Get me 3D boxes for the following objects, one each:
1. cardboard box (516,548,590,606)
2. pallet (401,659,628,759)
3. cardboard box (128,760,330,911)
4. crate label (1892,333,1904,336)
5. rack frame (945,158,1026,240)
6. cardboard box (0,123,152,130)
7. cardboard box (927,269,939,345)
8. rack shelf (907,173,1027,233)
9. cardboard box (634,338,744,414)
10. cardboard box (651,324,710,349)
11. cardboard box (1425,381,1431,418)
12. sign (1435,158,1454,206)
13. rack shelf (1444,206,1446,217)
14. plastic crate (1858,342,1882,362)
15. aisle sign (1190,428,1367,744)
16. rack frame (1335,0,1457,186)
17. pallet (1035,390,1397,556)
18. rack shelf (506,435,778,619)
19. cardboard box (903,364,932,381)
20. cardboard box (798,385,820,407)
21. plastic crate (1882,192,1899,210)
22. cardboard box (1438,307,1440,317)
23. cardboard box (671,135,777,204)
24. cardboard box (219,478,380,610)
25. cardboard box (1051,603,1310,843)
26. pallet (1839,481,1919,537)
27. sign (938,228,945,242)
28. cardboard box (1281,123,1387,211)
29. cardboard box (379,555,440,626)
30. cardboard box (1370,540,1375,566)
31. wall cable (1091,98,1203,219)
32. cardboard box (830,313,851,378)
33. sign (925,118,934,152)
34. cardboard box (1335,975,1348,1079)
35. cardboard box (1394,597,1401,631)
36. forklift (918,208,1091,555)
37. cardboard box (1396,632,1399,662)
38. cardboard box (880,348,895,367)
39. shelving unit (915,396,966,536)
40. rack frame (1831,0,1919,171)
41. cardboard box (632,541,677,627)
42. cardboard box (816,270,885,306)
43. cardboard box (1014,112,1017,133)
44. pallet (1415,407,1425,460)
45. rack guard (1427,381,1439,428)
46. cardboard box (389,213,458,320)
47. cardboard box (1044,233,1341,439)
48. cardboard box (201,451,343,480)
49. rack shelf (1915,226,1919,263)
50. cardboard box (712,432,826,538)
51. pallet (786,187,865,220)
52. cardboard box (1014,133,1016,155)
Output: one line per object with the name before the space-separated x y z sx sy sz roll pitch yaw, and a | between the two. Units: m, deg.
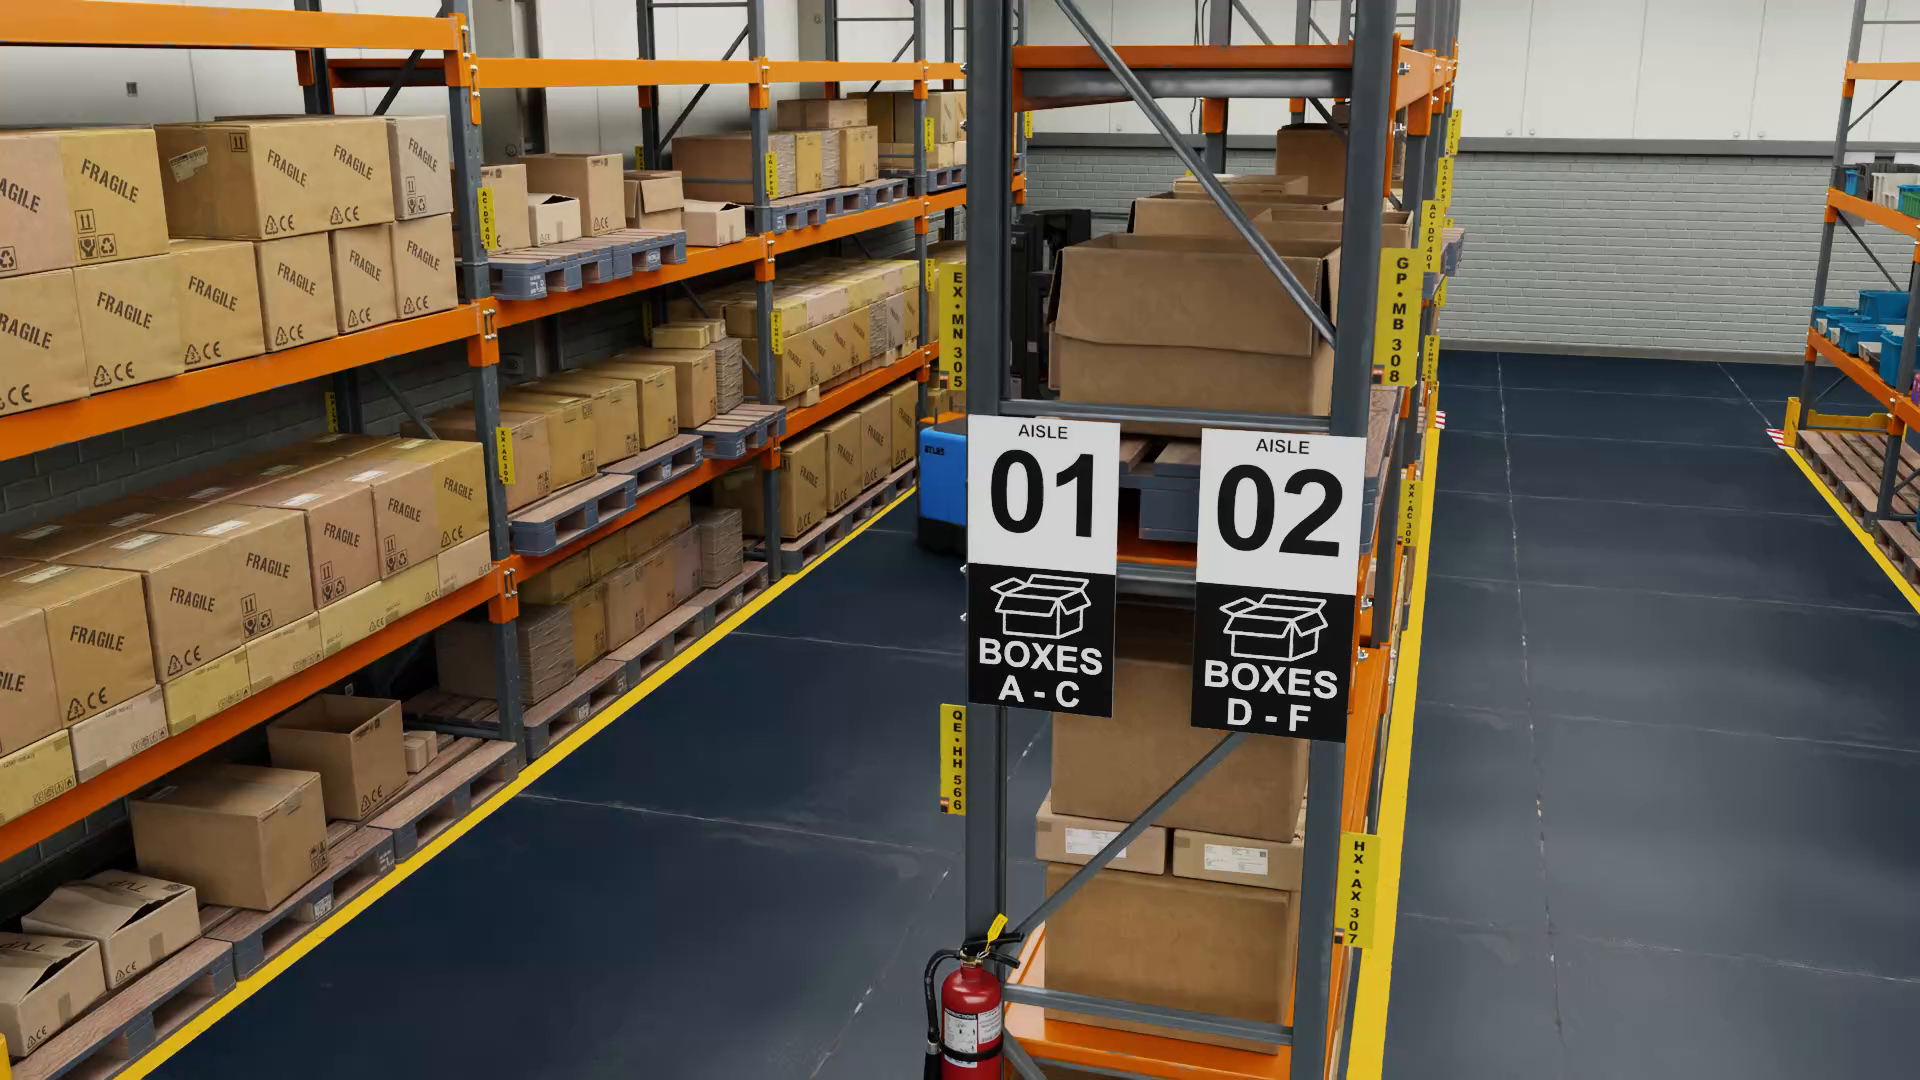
cardboard box | -2.788 0.220 10.956 0.500 0.250 0.500 4 16 15
pallet | -2.883 1.037 10.785 1.003 0.211 1.213 5 16 16
cardboard box | -3.538 1.426 8.080 0.700 0.500 0.500 4 16 12
crate label | 9.596 -1.997 16.745 0.396 0.136 0.243 5 16 16
rack frame | 0.307 -3.240 20.755 1.000 3.000 0.127 5 16 16
cardboard box | -3.912 -1.571 7.321 0.500 0.500 0.500 5 16 16
cardboard box | -0.660 -2.478 17.520 0.980 0.700 0.700 5 17 17
rack shelf | -0.261 -3.814 18.599 1.077 0.370 4.000 5 16 16
cardboard box | -2.090 -1.283 12.866 0.700 0.500 0.500 3 16 9
cardboard box | -2.113 -1.541 12.586 0.380 0.149 0.250 2 16 7
cardboard box | 5.139 -1.704 19.116 0.500 0.500 0.500 5 16 16
sign | 3.314 -2.448 11.375 0.100 0.325 0.005 5 16 16
rack shelf | 4.489 -3.430 17.248 1.077 0.370 4.000 5 16 16
plastic crate | 8.876 -1.806 16.073 0.293 0.136 0.466 5 16 16
aisle sign | 0.786 0.120 4.147 0.394 0.787 0.004 5 16 16
rack frame | 3.921 -4.696 14.896 1.000 3.000 0.127 5 16 16
pallet | 0.736 -0.254 4.894 1.003 0.211 1.213 5 16 16
rack shelf | -2.535 -0.278 11.629 1.077 0.370 4.000 5 16 16
cardboard box | -0.528 -1.877 18.573 0.380 0.149 0.250 4 16 14
cardboard box | -1.414 -1.232 14.100 0.380 0.149 0.250 5 17 18
plastic crate | 8.665 -3.104 15.261 0.293 0.136 0.466 5 16 16
cardboard box | 5.191 -2.767 18.903 0.500 0.500 0.500 5 17 18
cardboard box | -1.886 -2.979 13.347 0.700 0.500 0.500 3 16 12
cardboard box | -3.231 0.011 8.158 0.500 0.500 0.500 4 16 14
cardboard box | 0.671 0.522 4.931 0.700 0.500 0.500 5 16 16
pallet | 8.841 -0.279 15.426 1.003 0.211 1.213 5 16 16
sign | -0.223 -3.739 20.783 0.100 0.325 0.005 5 16 16
cardboard box | 2.000 -1.960 8.877 0.500 0.500 0.500 6 17 21
cardboard box | -3.097 0.239 8.727 0.500 0.250 0.500 5 17 16
cardboard box | 1.776 0.010 7.924 0.380 0.149 0.250 5 16 16
wall cable | 2.257 -6.084 25.479 3.097 2.526 0.112 5 16 16
cardboard box | -1.283 -1.721 14.635 0.500 0.500 0.500 5 16 16
sign | -0.307 -3.997 16.403 0.100 0.325 0.005 5 16 16
cardboard box | 1.304 1.935 6.781 0.500 0.250 0.500 5 16 16
cardboard box | 2.584 0.512 10.770 0.500 0.311 0.500 5 16 16
forklift | 1.111 -1.184 13.631 3.031 2.935 1.130 12 20 36
cardboard box | 2.725 0.649 11.314 0.500 0.250 0.500 4 16 15
cardboard box | -0.839 -1.766 15.982 0.380 0.149 0.250 5 16 16
shelving unit | -0.143 -0.650 14.922 0.258 1.200 0.503 12 20 36
rack frame | 9.806 -5.358 17.228 1.000 3.000 0.127 5 16 16
cardboard box | -2.493 0.294 12.069 0.700 0.500 0.500 5 16 16
cardboard box | -1.017 -2.346 15.466 0.500 0.250 0.500 5 17 17
cardboard box | 0.361 -5.009 19.443 0.500 0.500 0.500 5 16 16
pallet | 2.909 -0.854 12.695 1.213 0.211 1.003 5 16 16
rack guard | 5.036 -1.634 19.675 1.175 0.500 0.348 5 16 16
cardboard box | -3.010 -1.449 8.725 0.500 0.500 0.500 5 17 17
cardboard box | 0.678 -0.583 4.675 0.797 0.503 0.637 6 17 20
cardboard box | -3.588 -0.157 8.749 0.500 0.500 0.500 5 16 16
rack shelf | 8.101 -1.999 12.201 1.077 0.370 4.000 5 16 16
cardboard box | -1.632 -0.497 14.254 0.750 0.750 0.750 4 16 15
pallet | -1.519 -2.964 14.633 1.003 0.211 1.213 5 17 18
cardboard box | 0.353 -4.649 19.547 0.500 0.250 0.500 5 17 18
